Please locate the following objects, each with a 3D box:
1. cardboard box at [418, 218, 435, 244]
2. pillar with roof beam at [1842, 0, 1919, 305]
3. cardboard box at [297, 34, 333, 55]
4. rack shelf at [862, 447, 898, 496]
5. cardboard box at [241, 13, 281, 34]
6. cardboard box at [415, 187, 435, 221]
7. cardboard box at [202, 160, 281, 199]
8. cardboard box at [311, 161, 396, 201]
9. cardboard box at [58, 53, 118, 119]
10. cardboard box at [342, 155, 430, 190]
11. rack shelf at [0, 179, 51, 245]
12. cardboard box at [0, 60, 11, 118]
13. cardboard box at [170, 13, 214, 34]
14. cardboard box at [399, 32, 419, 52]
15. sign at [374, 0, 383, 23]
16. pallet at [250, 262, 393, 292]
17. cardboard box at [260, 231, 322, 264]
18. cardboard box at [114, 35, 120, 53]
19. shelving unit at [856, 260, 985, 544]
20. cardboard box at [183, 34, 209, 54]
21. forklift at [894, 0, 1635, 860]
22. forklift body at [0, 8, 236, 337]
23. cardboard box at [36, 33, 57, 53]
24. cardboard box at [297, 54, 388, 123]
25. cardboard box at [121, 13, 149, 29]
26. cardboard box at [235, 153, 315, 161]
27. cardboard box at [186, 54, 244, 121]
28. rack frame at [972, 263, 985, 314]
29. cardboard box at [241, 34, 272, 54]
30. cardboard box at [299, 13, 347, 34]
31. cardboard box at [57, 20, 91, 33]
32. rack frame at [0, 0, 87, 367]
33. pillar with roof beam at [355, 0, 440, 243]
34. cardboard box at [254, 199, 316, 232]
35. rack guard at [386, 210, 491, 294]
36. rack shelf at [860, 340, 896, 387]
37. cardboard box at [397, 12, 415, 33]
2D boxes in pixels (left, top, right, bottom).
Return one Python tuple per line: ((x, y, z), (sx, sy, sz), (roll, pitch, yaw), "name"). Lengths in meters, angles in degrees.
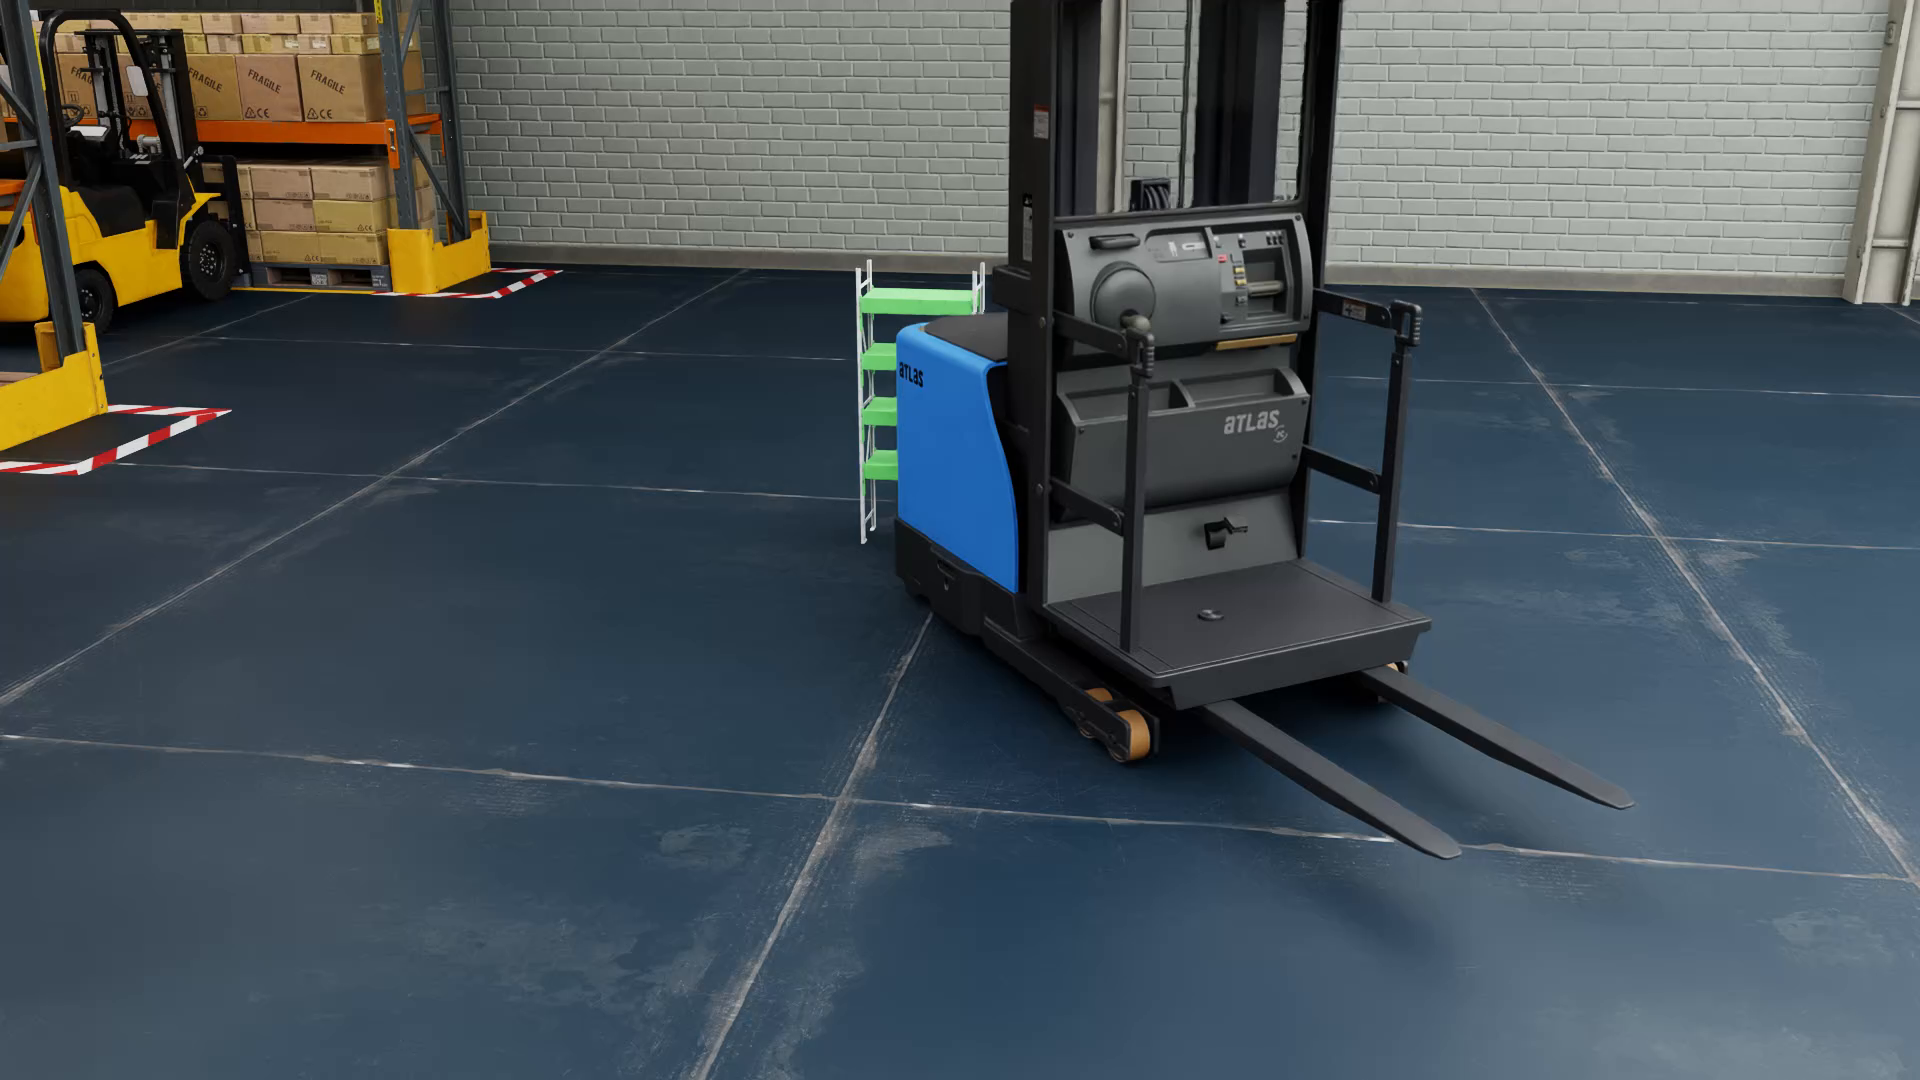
((-4.715, -2.530, 13.808), (0.500, 0.250, 0.500), (3, 19, 9), "cardboard box")
((6.359, -4.758, 7.343), (0.400, 9.000, 9.100), (3, 19, 9), "pillar with roof beam")
((-4.905, -3.837, 12.863), (0.250, 0.149, 0.380), (3, 19, 10), "cardboard box")
((-0.163, -0.289, 7.234), (0.480, 0.148, 0.258), (3, 19, 9), "rack shelf")
((-5.394, -4.040, 13.001), (0.250, 0.149, 0.380), (3, 19, 9), "cardboard box")
((-4.693, -2.770, 13.737), (0.500, 0.250, 0.500), (3, 19, 10), "cardboard box")
((-5.770, -2.890, 13.308), (0.500, 0.250, 0.500), (3, 19, 9), "cardboard box")
((-4.766, -2.844, 13.170), (0.500, 0.250, 0.500), (4, 19, 10), "cardboard box")
((-6.797, -3.647, 13.318), (0.500, 0.500, 0.500), (3, 19, 8), "cardboard box")
((-4.706, -3.002, 13.642), (0.500, 0.250, 0.500), (3, 19, 8), "cardboard box")
((-7.020, -1.753, 8.949), (4.000, 0.370, 1.077), (3, 19, 9), "rack shelf")
((-7.814, -3.693, 13.456), (0.500, 0.500, 0.500), (2, 19, 7), "cardboard box")
((-5.925, -4.030, 12.970), (0.250, 0.149, 0.380), (3, 19, 10), "cardboard box")
((-4.555, -4.002, 13.357), (0.250, 0.149, 0.380), (2, 19, 7), "cardboard box")
((-4.361, -4.041, 12.454), (0.005, 0.325, 0.100), (3, 19, 9), "sign")
((-5.023, -2.252, 13.700), (1.213, 0.211, 1.003), (3, 19, 9), "pallet")
((-5.265, -2.397, 13.410), (0.500, 0.250, 0.500), (3, 19, 9), "cardboard box")
((-6.679, -3.933, 13.151), (0.250, 0.149, 0.380), (2, 19, 7), "cardboard box")
((-0.163, -0.577, 7.138), (0.503, 1.200, 0.258), (3, 19, 9), "shelving unit")
((-5.919, -3.890, 13.023), (0.250, 0.149, 0.380), (3, 19, 9), "cardboard box")
((0.847, -0.851, 5.228), (1.130, 2.935, 3.031), (-9, 21, -25), "forklift")
((-6.423, -2.670, 11.894), (1.214, 2.155, 2.313), (3, 19, 9), "forklift body")
((-7.188, -3.954, 13.213), (0.250, 0.149, 0.380), (3, 19, 10), "cardboard box")
((-4.789, -3.539, 12.994), (0.500, 0.500, 0.500), (3, 19, 7), "cardboard box")
((-6.410, -4.090, 13.151), (0.250, 0.149, 0.380), (3, 19, 9), "cardboard box")
((-5.692, -3.054, 13.799), (0.500, 0.250, 0.500), (3, 19, 8), "cardboard box")
((-5.806, -3.593, 13.158), (0.500, 0.500, 0.500), (3, 19, 8), "cardboard box")
((0.077, -0.565, 7.101), (0.015, 1.200, 0.240), (3, 19, 9), "rack frame")
((-5.395, -3.885, 13.008), (0.250, 0.149, 0.380), (3, 19, 8), "cardboard box")
((-4.897, -3.999, 12.880), (0.250, 0.149, 0.380), (3, 19, 9), "cardboard box")
((-6.919, -4.093, 13.158), (0.250, 0.149, 0.380), (3, 19, 8), "cardboard box")
((-5.045, -1.993, 8.534), (0.127, 3.000, 1.000), (3, 19, 9), "rack frame")
((-5.489, -5.362, 9.148), (0.400, 9.000, 9.100), (3, 19, 9), "pillar with roof beam")
((-5.285, -2.636, 13.338), (0.500, 0.250, 0.500), (3, 19, 8), "cardboard box")
((-4.238, -2.362, 13.575), (0.348, 0.500, 1.175), (3, 19, 9), "rack guard")
((-0.163, -0.744, 7.082), (0.480, 0.148, 0.258), (3, 19, 9), "rack shelf")
((-4.559, -4.129, 13.266), (0.250, 0.149, 0.380), (3, 19, 8), "cardboard box")
